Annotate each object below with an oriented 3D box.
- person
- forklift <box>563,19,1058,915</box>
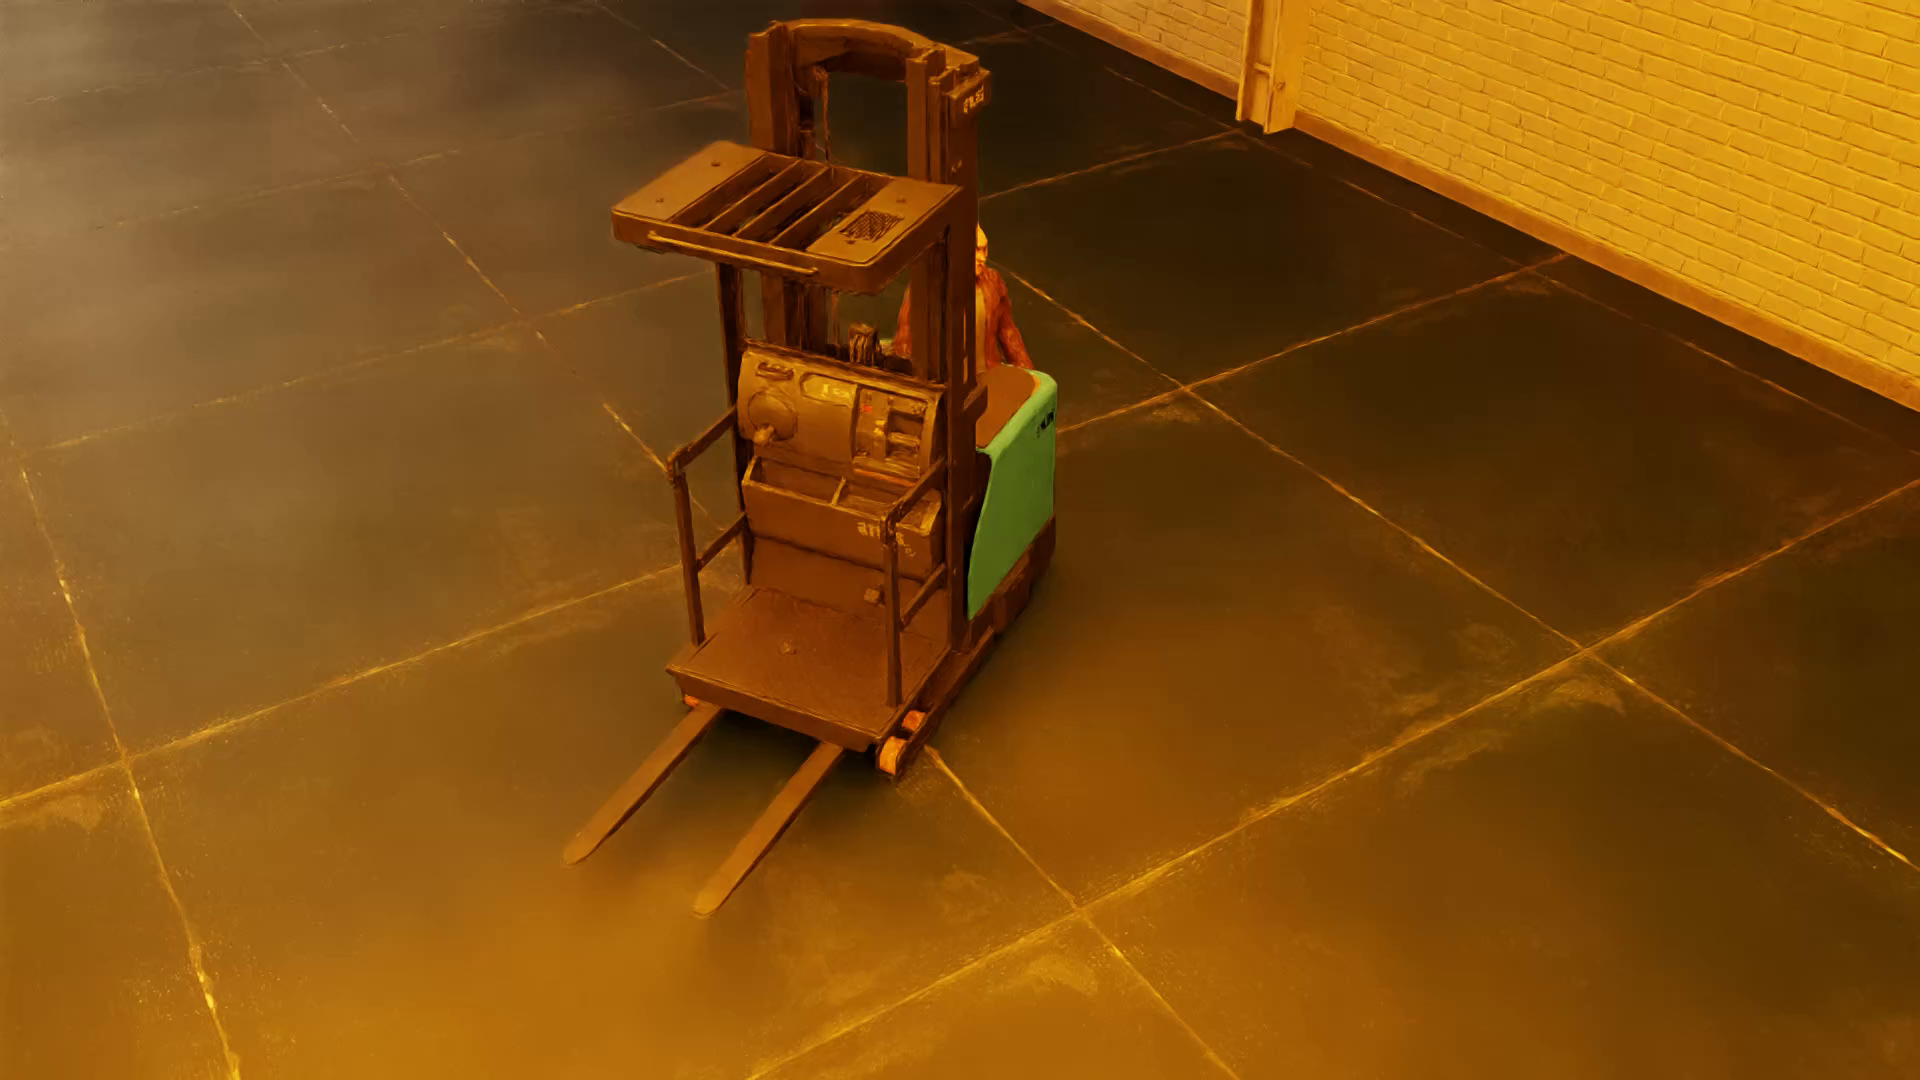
[{"bbox_3d":[0.073,-0.661,8.035,0.790,1.757,0.557,-21,40,-27],"label":"person"},{"bbox_3d":[-0.609,-0.467,6.812,1.130,2.935,3.031,15,38,21],"label":"forklift"}]
